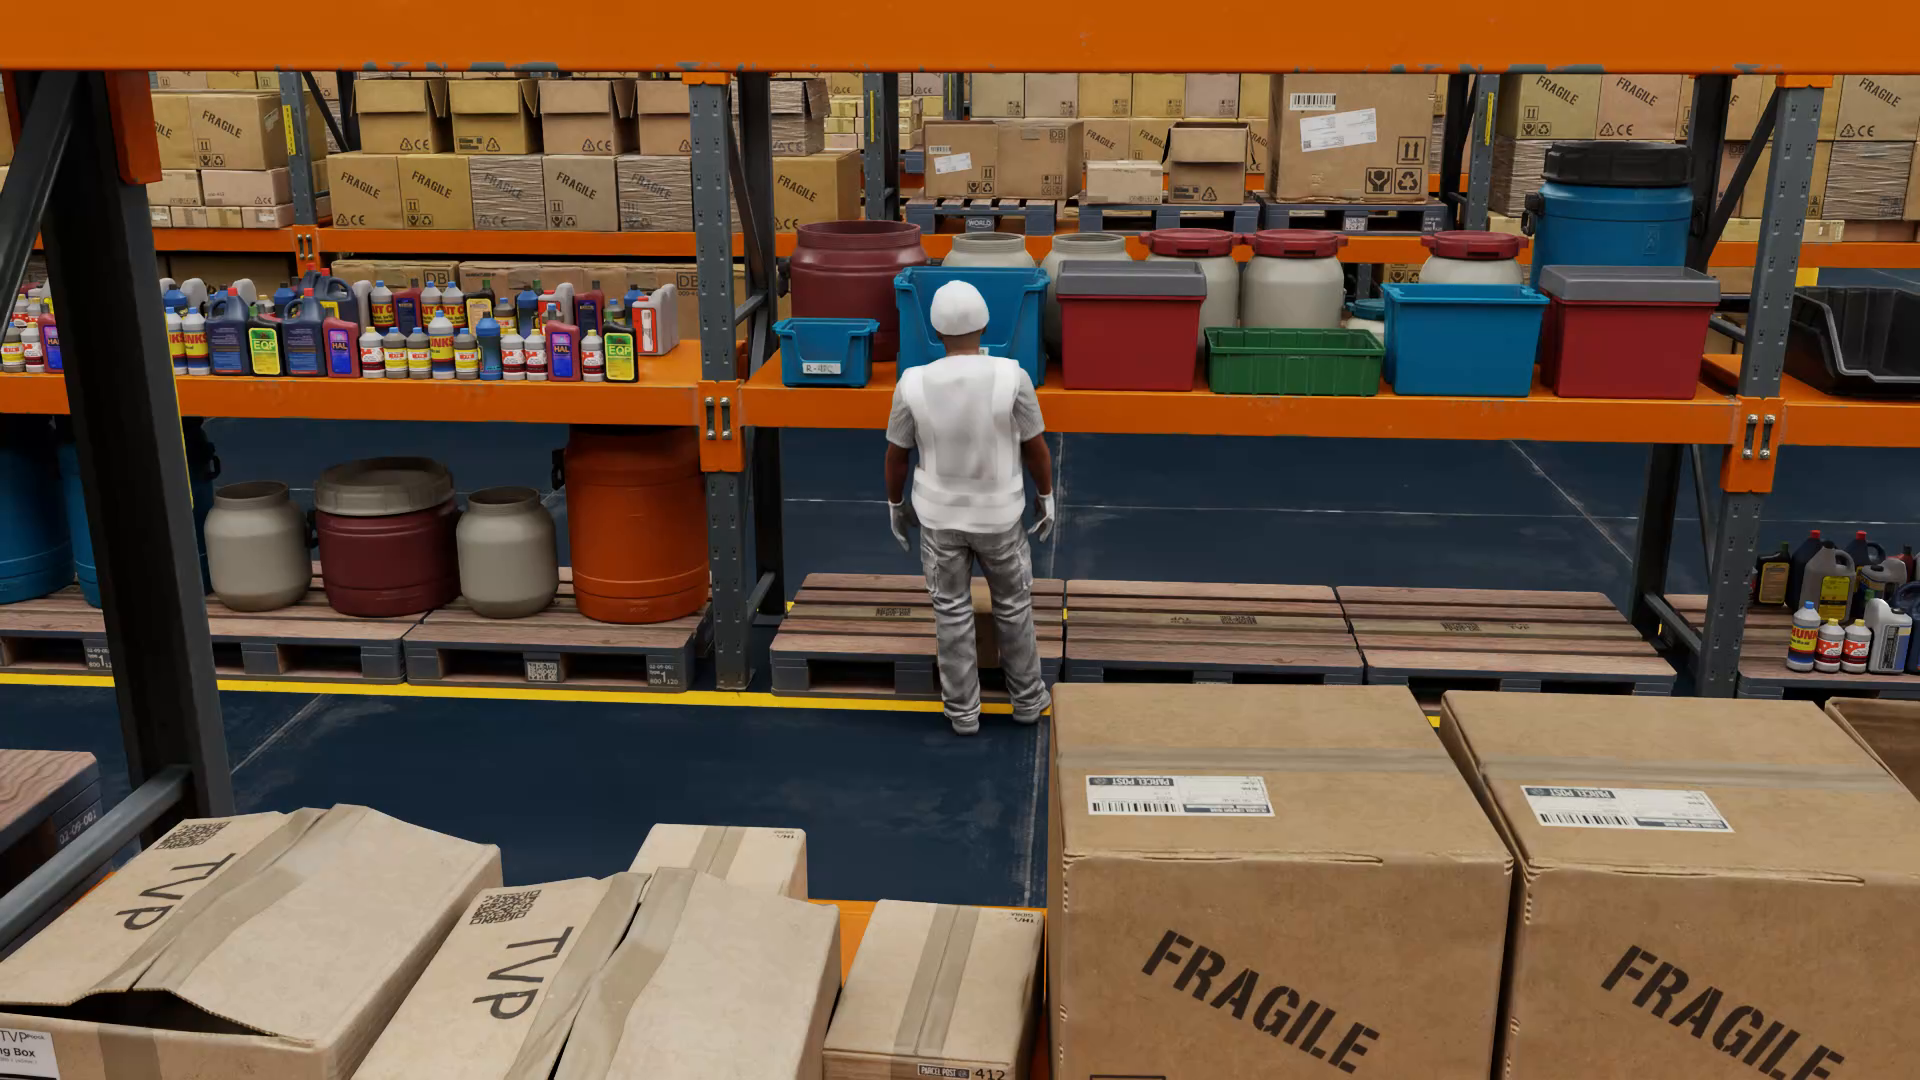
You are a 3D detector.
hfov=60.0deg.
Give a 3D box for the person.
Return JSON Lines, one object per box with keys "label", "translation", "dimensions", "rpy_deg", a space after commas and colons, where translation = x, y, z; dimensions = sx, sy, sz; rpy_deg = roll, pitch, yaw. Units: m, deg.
{"label": "person", "translation": [0.044, -0.123, 6.381], "dimensions": [0.642, 1.783, 0.577], "rpy_deg": [1, 17, 4]}
